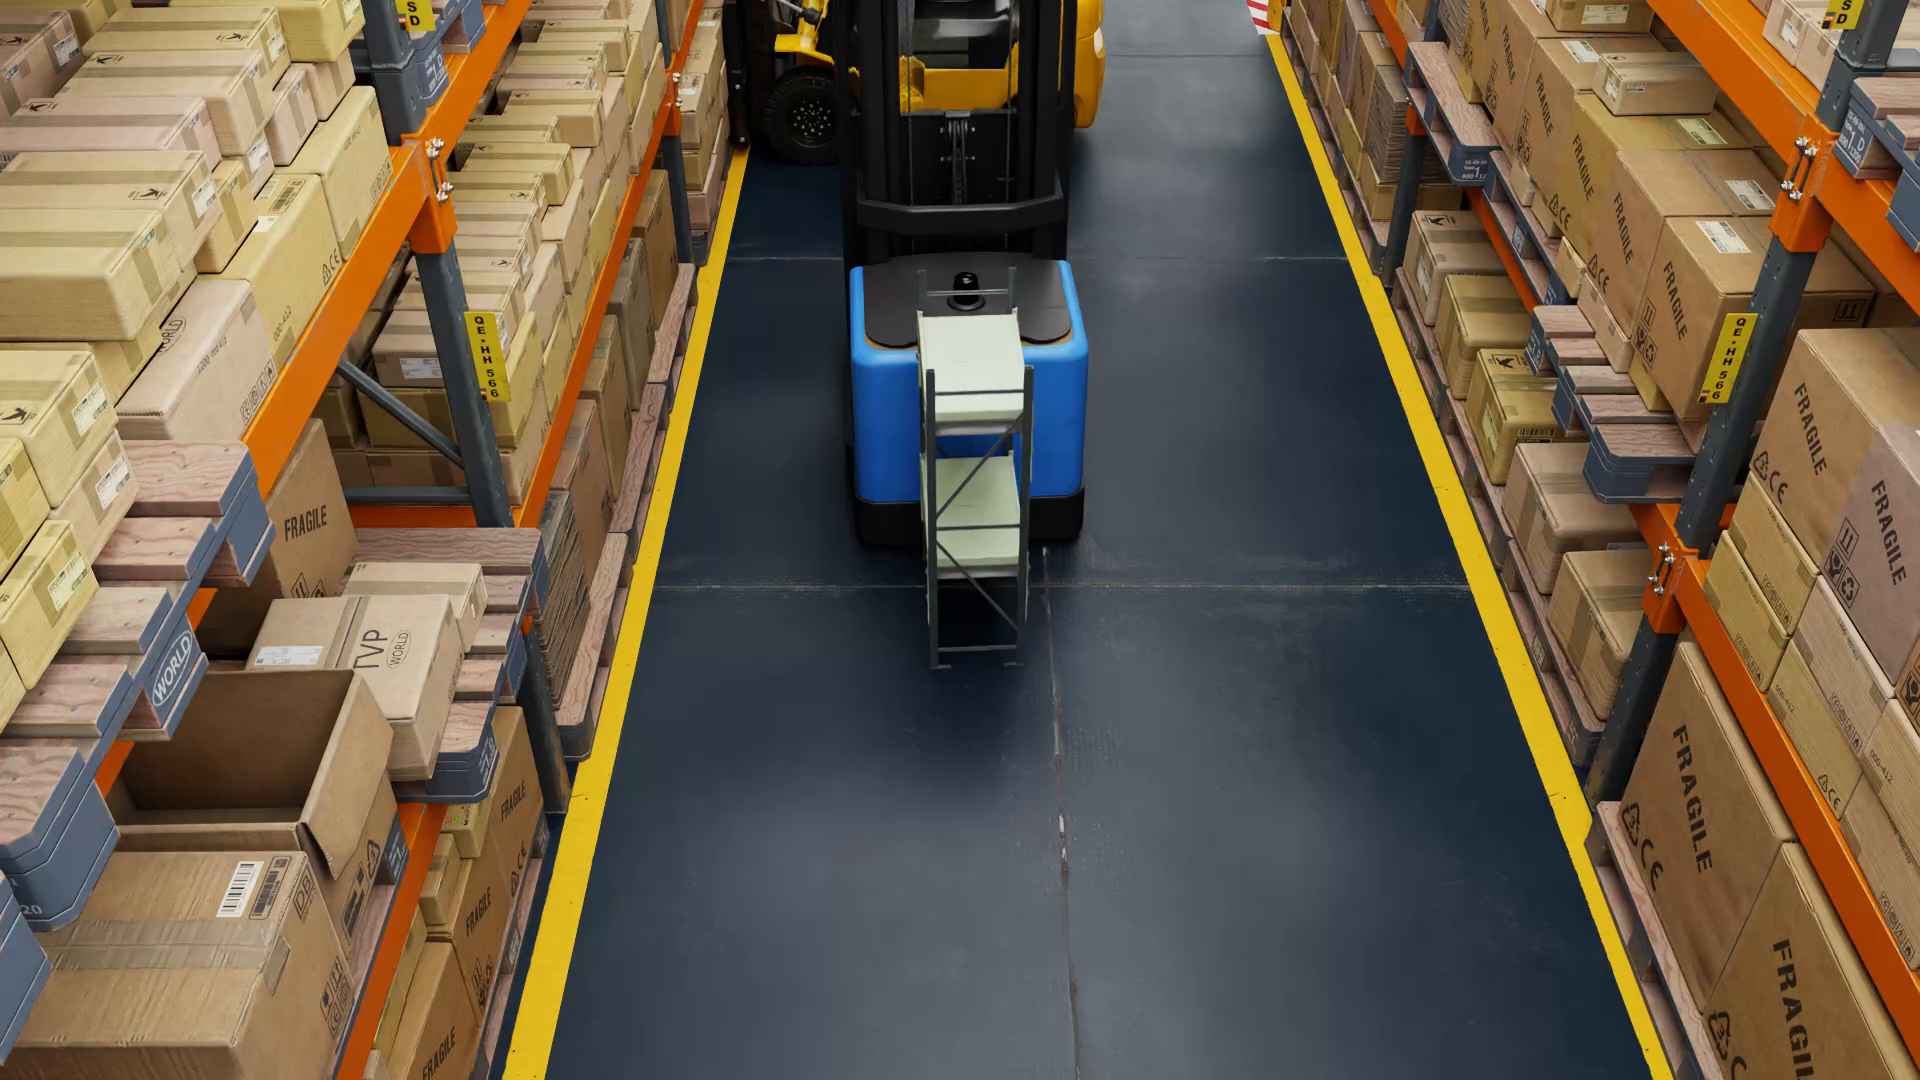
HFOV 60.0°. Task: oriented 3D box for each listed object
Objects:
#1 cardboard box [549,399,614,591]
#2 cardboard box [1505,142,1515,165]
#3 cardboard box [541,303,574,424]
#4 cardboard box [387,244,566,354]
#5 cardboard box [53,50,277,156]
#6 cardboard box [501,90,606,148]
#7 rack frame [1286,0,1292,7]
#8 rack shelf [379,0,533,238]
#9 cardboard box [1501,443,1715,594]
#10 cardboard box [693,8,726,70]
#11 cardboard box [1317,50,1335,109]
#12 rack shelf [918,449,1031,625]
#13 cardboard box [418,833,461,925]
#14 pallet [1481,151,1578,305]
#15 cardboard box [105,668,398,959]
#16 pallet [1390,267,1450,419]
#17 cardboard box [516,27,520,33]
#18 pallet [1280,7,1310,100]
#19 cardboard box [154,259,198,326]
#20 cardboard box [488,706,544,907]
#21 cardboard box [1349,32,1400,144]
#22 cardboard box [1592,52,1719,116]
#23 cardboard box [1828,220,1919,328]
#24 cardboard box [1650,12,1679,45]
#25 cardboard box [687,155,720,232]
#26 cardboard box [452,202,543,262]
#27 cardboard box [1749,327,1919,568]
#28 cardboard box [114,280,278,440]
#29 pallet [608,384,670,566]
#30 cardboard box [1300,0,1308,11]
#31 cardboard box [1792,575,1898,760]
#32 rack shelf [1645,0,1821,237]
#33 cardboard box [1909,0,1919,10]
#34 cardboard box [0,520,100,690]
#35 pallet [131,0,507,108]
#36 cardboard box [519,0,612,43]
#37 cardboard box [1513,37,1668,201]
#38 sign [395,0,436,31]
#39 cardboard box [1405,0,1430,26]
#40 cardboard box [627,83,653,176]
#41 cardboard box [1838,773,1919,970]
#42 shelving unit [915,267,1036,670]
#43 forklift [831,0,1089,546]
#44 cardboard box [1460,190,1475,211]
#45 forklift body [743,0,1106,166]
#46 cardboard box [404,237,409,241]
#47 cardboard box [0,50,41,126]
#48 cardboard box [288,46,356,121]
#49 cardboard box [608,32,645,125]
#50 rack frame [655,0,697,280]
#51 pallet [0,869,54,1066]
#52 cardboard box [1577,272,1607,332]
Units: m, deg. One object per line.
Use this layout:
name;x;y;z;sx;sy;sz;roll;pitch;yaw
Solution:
cardboard box;-2.017;-0.180;7.139;0.875;0.625;0.625;1;39;1
cardboard box;2.648;-1.723;7.366;0.380;0.149;0.250;0;39;0
cardboard box;-1.773;-0.678;6.317;0.500;0.250;0.500;-1;39;-1
cardboard box;-1.777;-0.872;6.159;0.500;0.250;0.500;1;39;1
cardboard box;-1.779;-0.982;3.742;0.380;0.149;0.250;-1;39;-2
cardboard box;-1.695;-1.760;6.948;0.380;0.149;0.250;-1;39;-1
rack frame;2.933;-5.153;11.781;1.000;3.000;0.127;0;39;0
rack shelf;-2.024;-2.285;6.379;1.077;0.370;4.000;0;39;0
cardboard box;2.943;-0.103;7.246;0.950;0.372;0.625;-1;39;-1
cardboard box;-1.715;-3.060;10.234;0.500;0.250;0.500;1;39;1
cardboard box;2.664;-3.079;11.056;0.500;0.250;0.500;2;39;3
rack shelf;0.051;-0.021;7.098;0.431;0.370;0.720;-2;39;-3
cardboard box;-1.780;1.058;5.175;0.380;0.149;0.250;-1;39;-2
pallet;2.899;-1.313;7.143;1.003;0.211;1.213;0;39;0
cardboard box;-1.835;0.672;4.094;0.797;0.503;0.637;-1;39;-1
pallet;2.940;-1.077;8.925;1.003;0.211;1.213;0;39;0
cardboard box;-2.282;-2.465;8.147;0.500;0.250;0.500;-1;39;-1
pallet;2.899;-3.509;11.960;1.003;0.211;1.213;0;39;0
cardboard box;-1.830;-0.552;3.443;0.380;0.149;0.250;0;39;0
cardboard box;-1.806;0.932;5.852;0.500;0.500;0.500;1;39;1
cardboard box;2.666;-2.723;10.012;0.500;0.500;0.500;1;39;1
cardboard box;2.658;-1.745;6.357;0.380;0.149;0.250;-2;39;-2
cardboard box;3.173;-0.751;5.634;0.500;0.500;0.500;-1;39;-1
cardboard box;3.164;-2.049;7.255;0.500;0.500;0.500;1;39;1
cardboard box;-1.695;-2.039;9.759;0.500;0.250;0.500;0;39;0
cardboard box;-1.768;-1.127;6.159;0.380;0.149;0.250;0;39;0
cardboard box;2.698;-0.271;4.810;0.500;0.500;0.500;-1;39;-2
cardboard box;-1.776;-0.308;3.457;0.500;0.250;0.500;0;39;0
pallet;-1.982;-0.332;7.995;1.003;0.211;1.213;0;39;0
cardboard box;2.658;-4.017;11.627;0.500;0.500;0.500;-1;39;-2
cardboard box;2.695;0.354;4.630;0.500;0.250;0.500;1;39;1
rack shelf;2.940;-2.291;6.386;1.077;0.370;4.000;0;39;0
cardboard box;3.112;-1.625;5.088;0.396;0.266;0.258;0;39;0
cardboard box;-1.614;0.097;2.617;0.380;0.149;0.250;1;39;1
pallet;-2.112;-1.665;5.182;1.213;0.211;1.003;2;39;2
cardboard box;-1.837;-2.410;7.760;0.380;0.149;0.250;0;39;0
cardboard box;2.651;-1.733;6.861;0.500;0.500;0.500;-2;39;-2
sign;-1.479;-1.516;4.430;0.100;0.325;0.005;0;39;0
cardboard box;2.689;-3.084;8.882;0.500;0.500;0.500;-1;39;-1
cardboard box;-1.758;-1.958;7.914;0.500;0.250;0.500;0;39;0
cardboard box;2.704;0.864;4.393;0.500;0.250;0.500;1;39;1
shelving unit;0.051;-0.275;6.894;0.431;1.500;0.755;-2;39;-3
forklift;-0.040;-2.023;7.930;1.130;2.935;3.031;-2;39;-3
cardboard box;3.207;-2.112;9.849;0.500;0.250;0.500;-2;39;-2
forklift body;-0.204;-3.631;10.561;2.313;2.155;1.214;0;39;0
cardboard box;-2.300;-1.194;6.562;0.500;0.250;0.500;0;39;0
cardboard box;-2.325;-0.985;3.745;0.380;0.149;0.250;0;39;0
cardboard box;-1.780;-1.190;4.239;0.380;0.149;0.250;1;39;1
cardboard box;-1.762;-2.154;7.759;0.500;0.250;0.500;-1;39;-1
rack frame;-2.026;-2.646;8.653;1.000;3.000;0.127;0;39;0
pallet;-1.947;0.852;2.040;1.213;0.211;1.003;0;39;0
cardboard box;2.597;-0.903;6.344;0.380;0.149;0.250;-2;39;-2
